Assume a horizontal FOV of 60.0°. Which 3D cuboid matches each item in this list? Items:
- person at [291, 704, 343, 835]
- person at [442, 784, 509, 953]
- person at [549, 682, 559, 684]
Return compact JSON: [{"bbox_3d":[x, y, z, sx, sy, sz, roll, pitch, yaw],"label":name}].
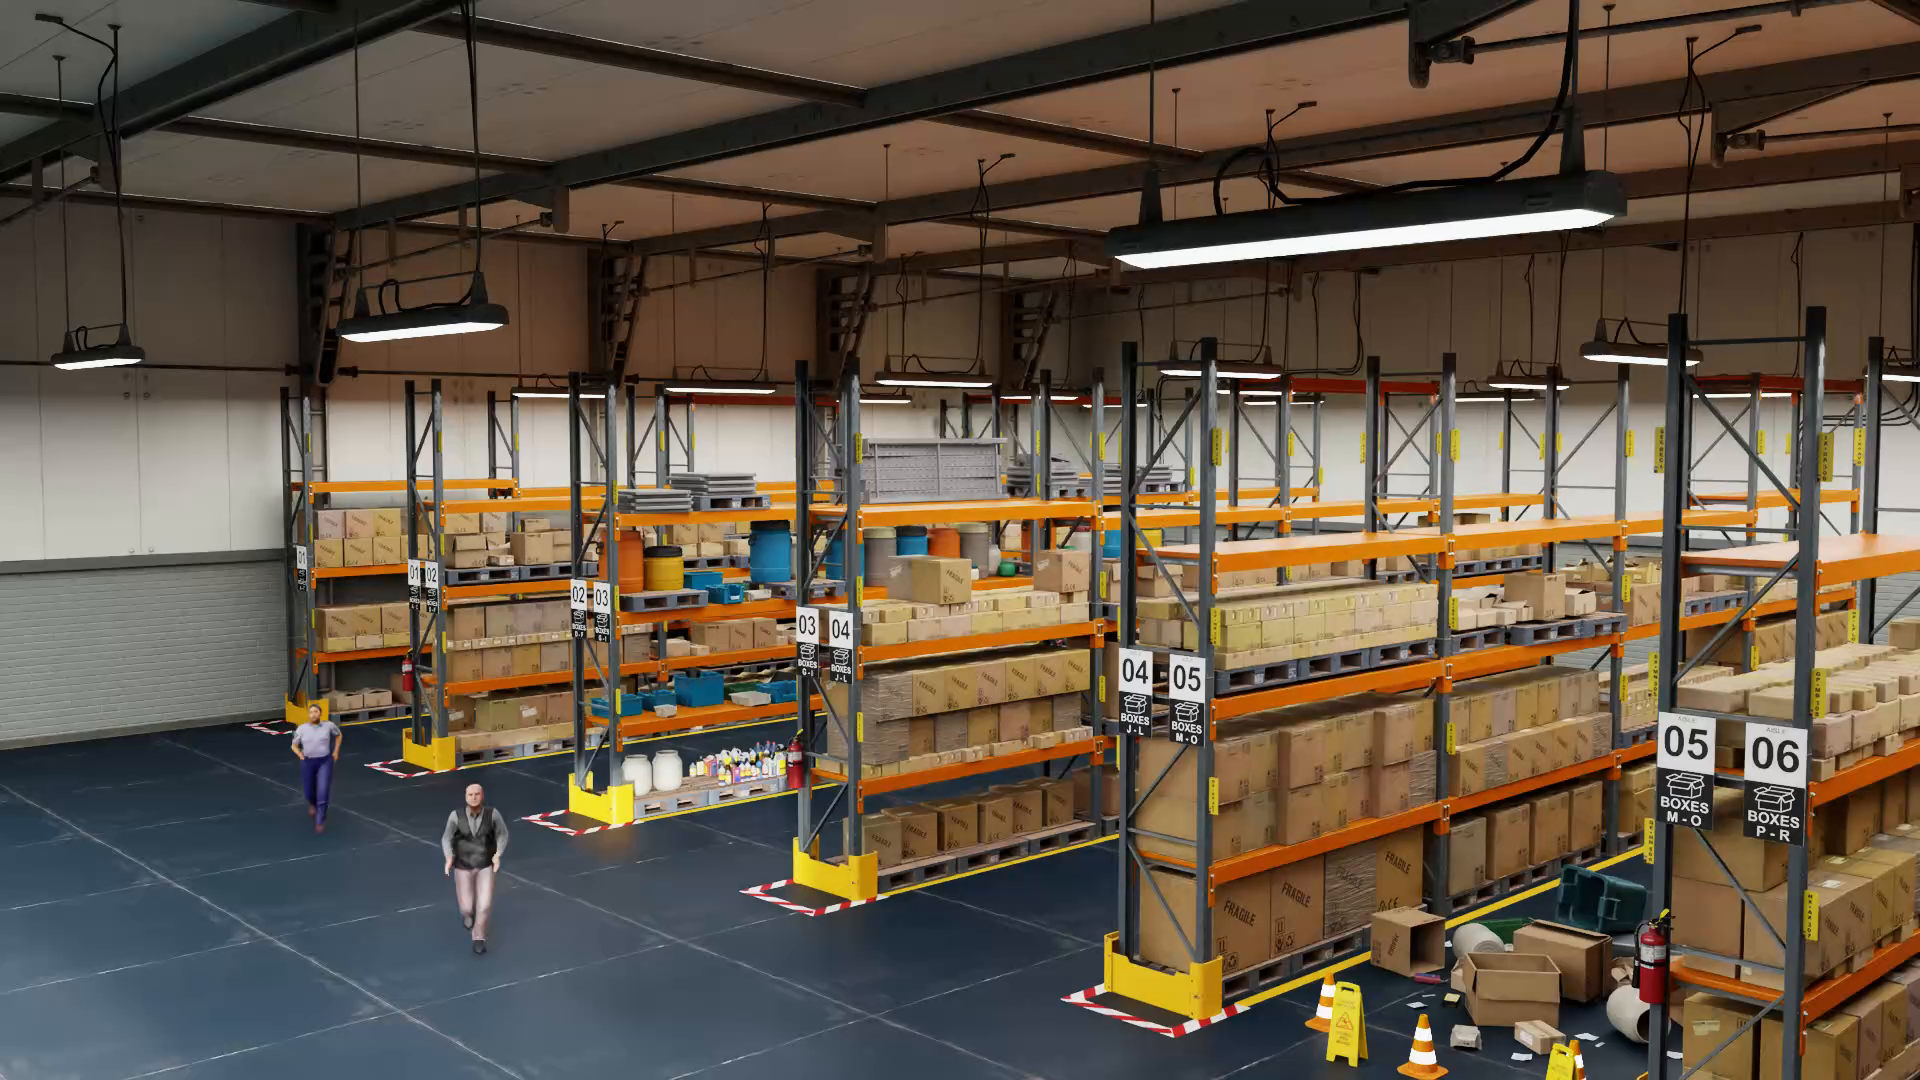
[{"bbox_3d":[-8.420,2.964,21.778,0.619,1.640,0.862,-1,4,-17],"label":"person"},{"bbox_3d":[-4.870,3.266,16.737,0.650,1.676,0.636,-1,4,-15],"label":"person"},{"bbox_3d":[-7.059,2.490,29.135,0.580,1.619,0.609,4,5,44],"label":"person"}]
